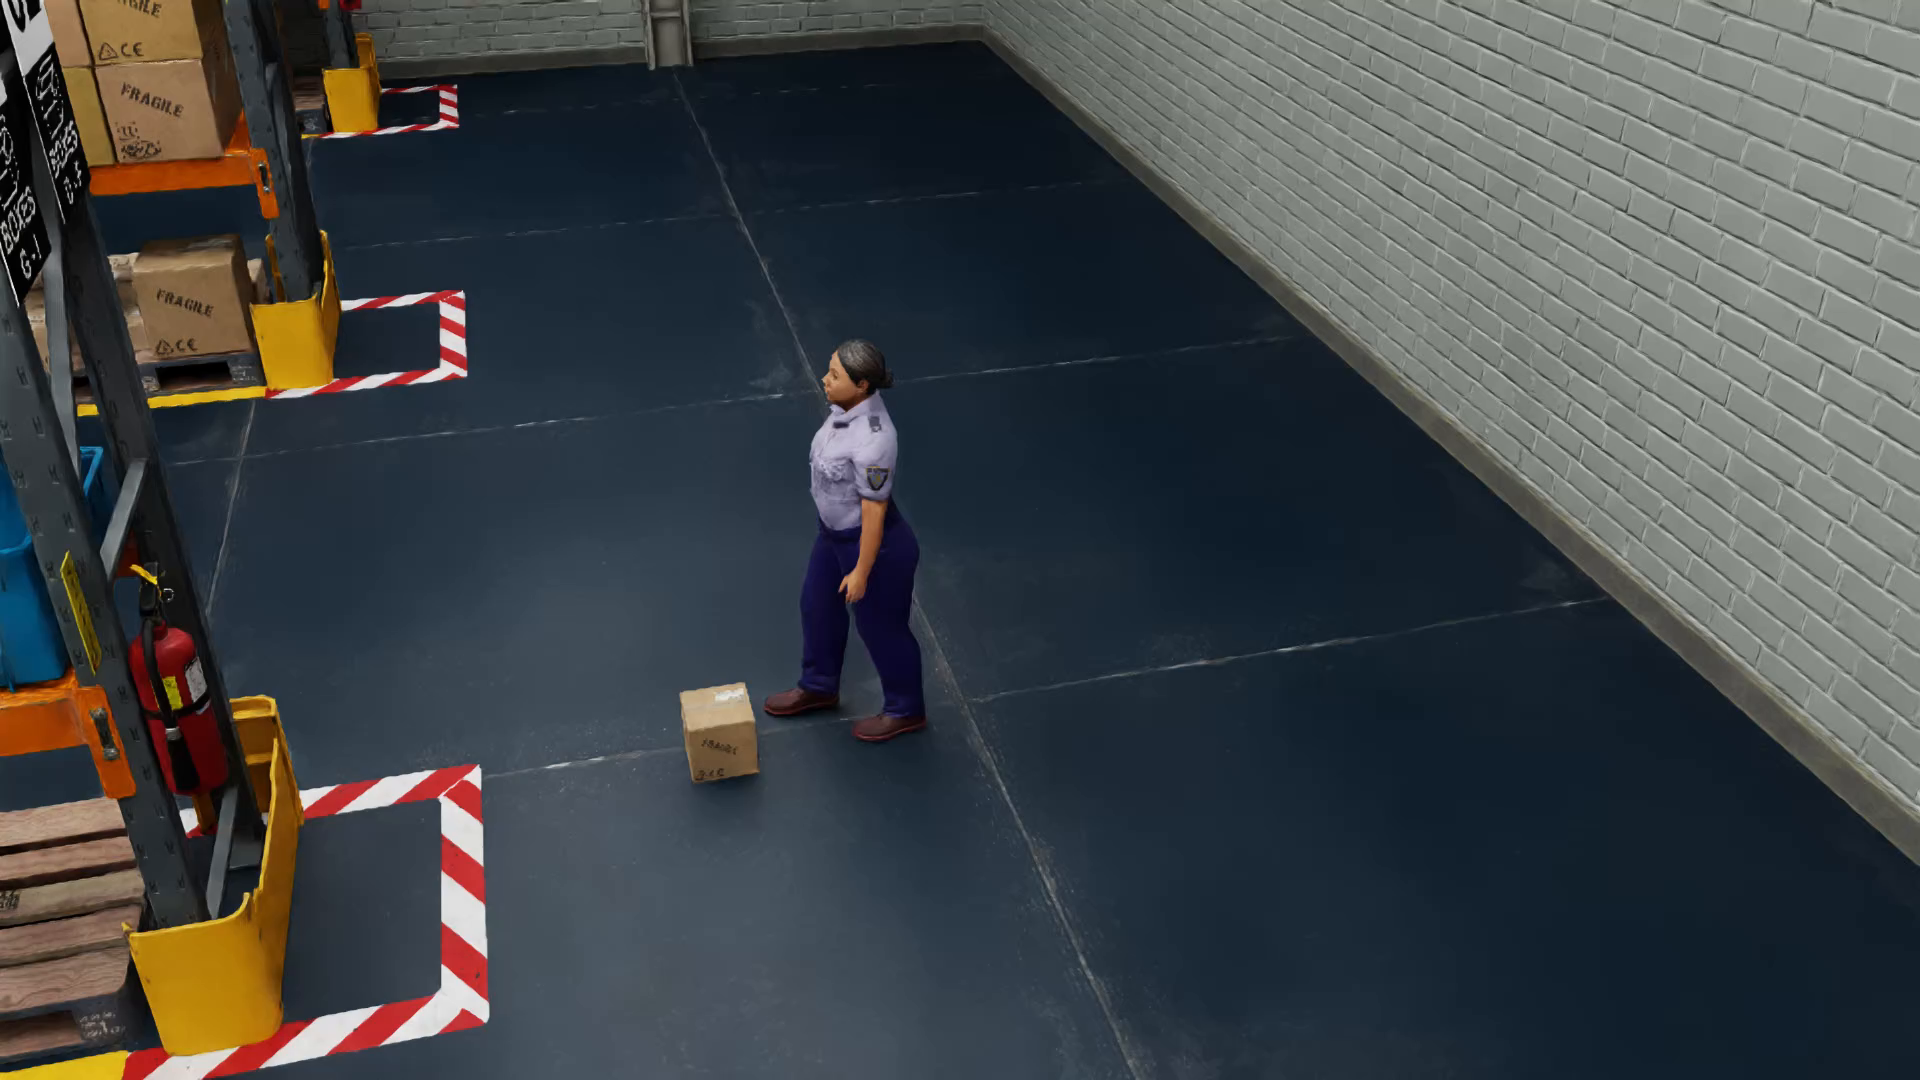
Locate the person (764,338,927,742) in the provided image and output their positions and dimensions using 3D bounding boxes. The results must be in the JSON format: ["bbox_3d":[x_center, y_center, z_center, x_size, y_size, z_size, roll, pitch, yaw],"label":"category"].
[{"bbox_3d":[-0.435,0.028,6.102,0.591,1.627,0.509,-9,32,-15],"label":"person"}]
